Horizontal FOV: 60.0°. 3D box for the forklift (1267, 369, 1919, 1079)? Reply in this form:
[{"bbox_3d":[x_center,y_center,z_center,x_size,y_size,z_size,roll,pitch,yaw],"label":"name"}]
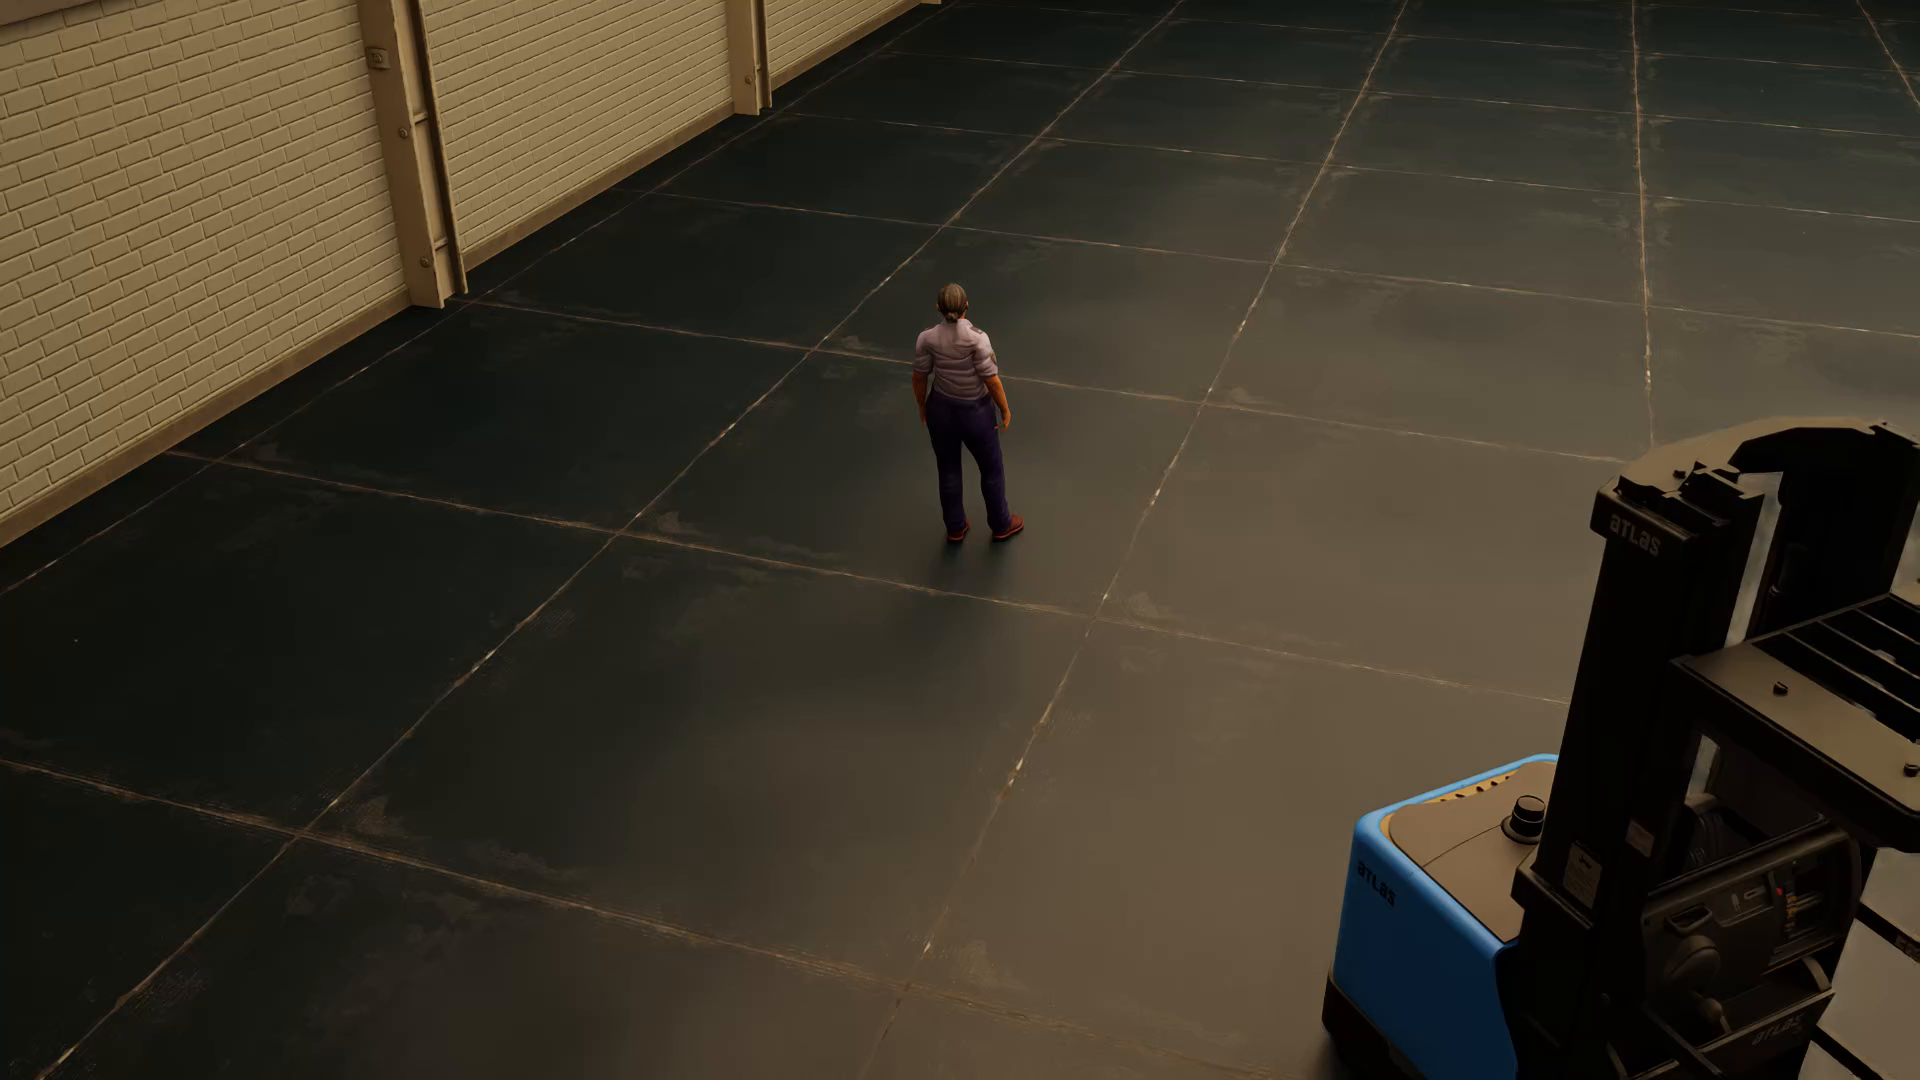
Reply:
[{"bbox_3d":[2.374,1.067,5.266,1.130,2.935,3.031,-14,32,-23],"label":"forklift"}]

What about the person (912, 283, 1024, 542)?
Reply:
[{"bbox_3d":[0.051,-0.756,9.754,0.597,1.641,0.502,10,31,16],"label":"person"}]
